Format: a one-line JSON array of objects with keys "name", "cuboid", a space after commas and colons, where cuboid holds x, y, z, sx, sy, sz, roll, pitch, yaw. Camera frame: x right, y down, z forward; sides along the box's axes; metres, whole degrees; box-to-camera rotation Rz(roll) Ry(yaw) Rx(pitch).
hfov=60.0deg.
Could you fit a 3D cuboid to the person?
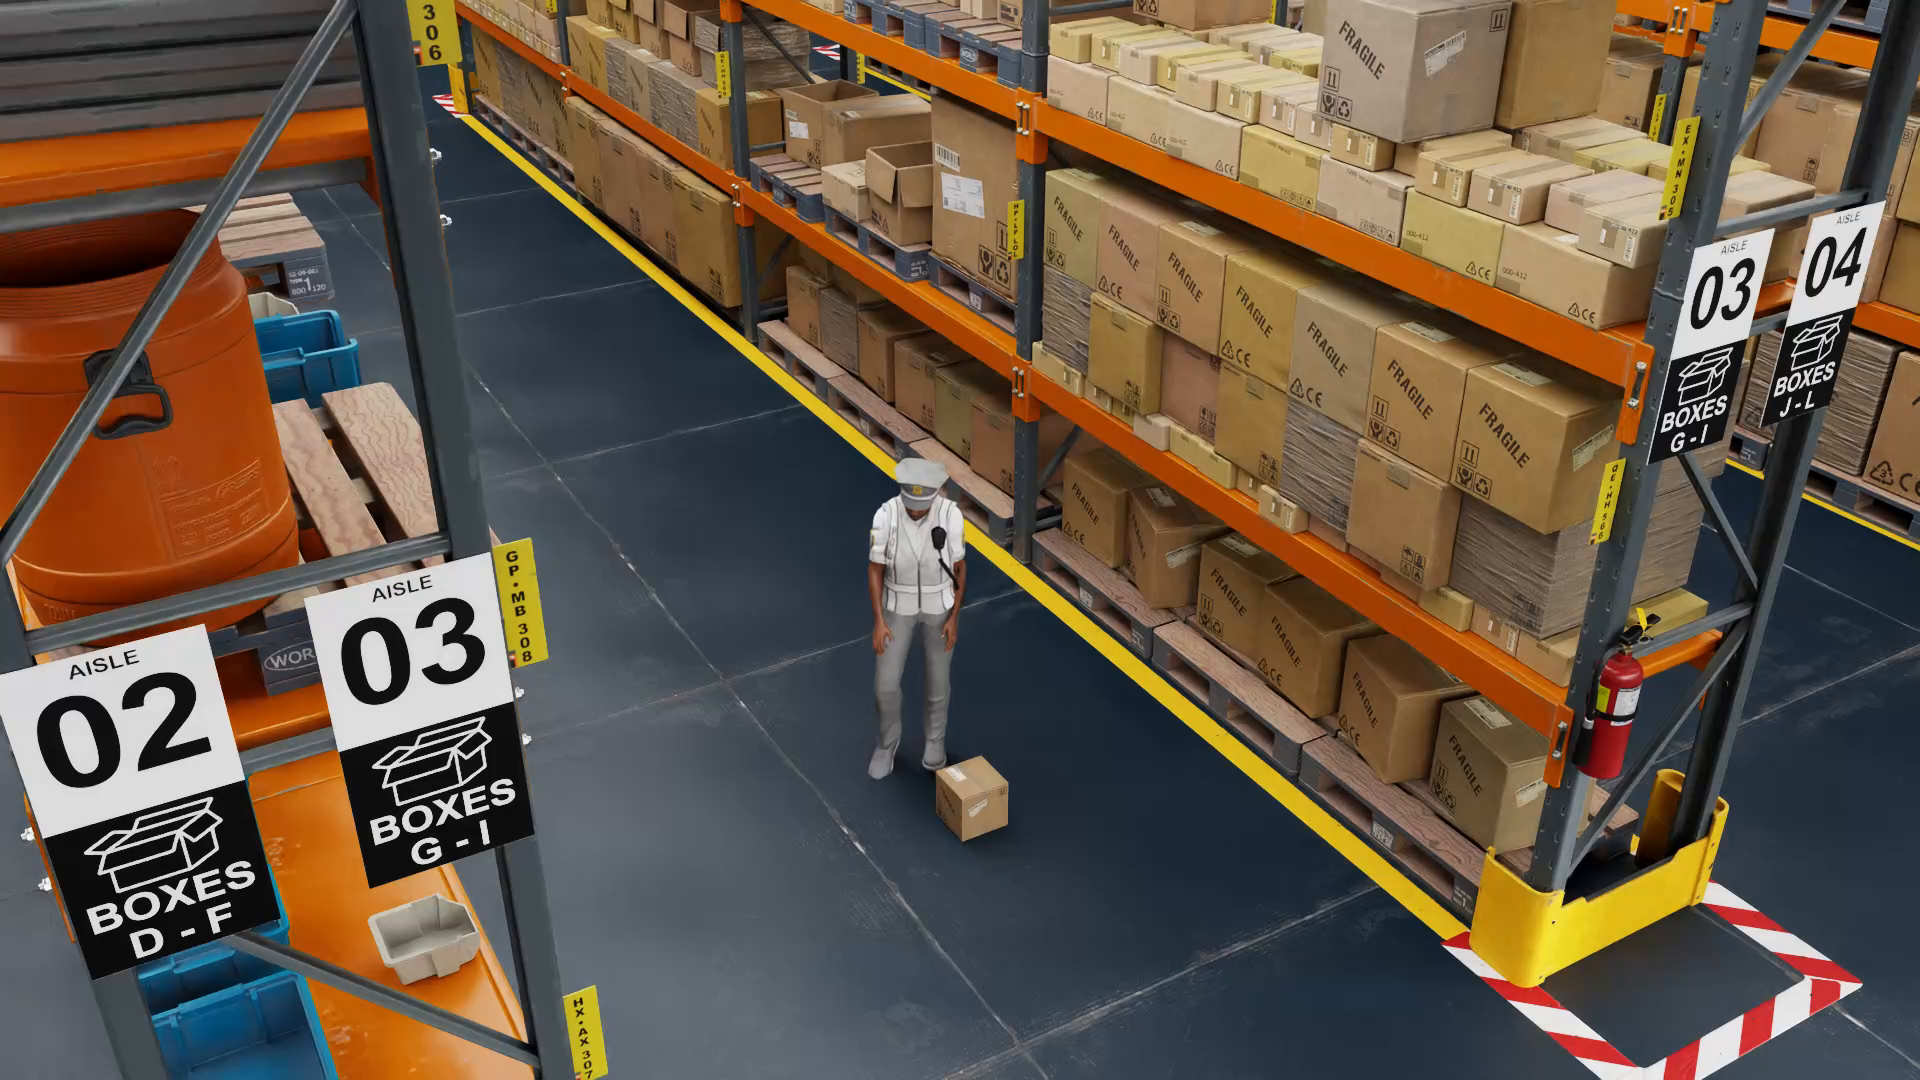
[{"name": "person", "cuboid": [-0.215, 0.388, 7.898, 0.487, 1.722, 0.422, -1, 29, -2]}]
